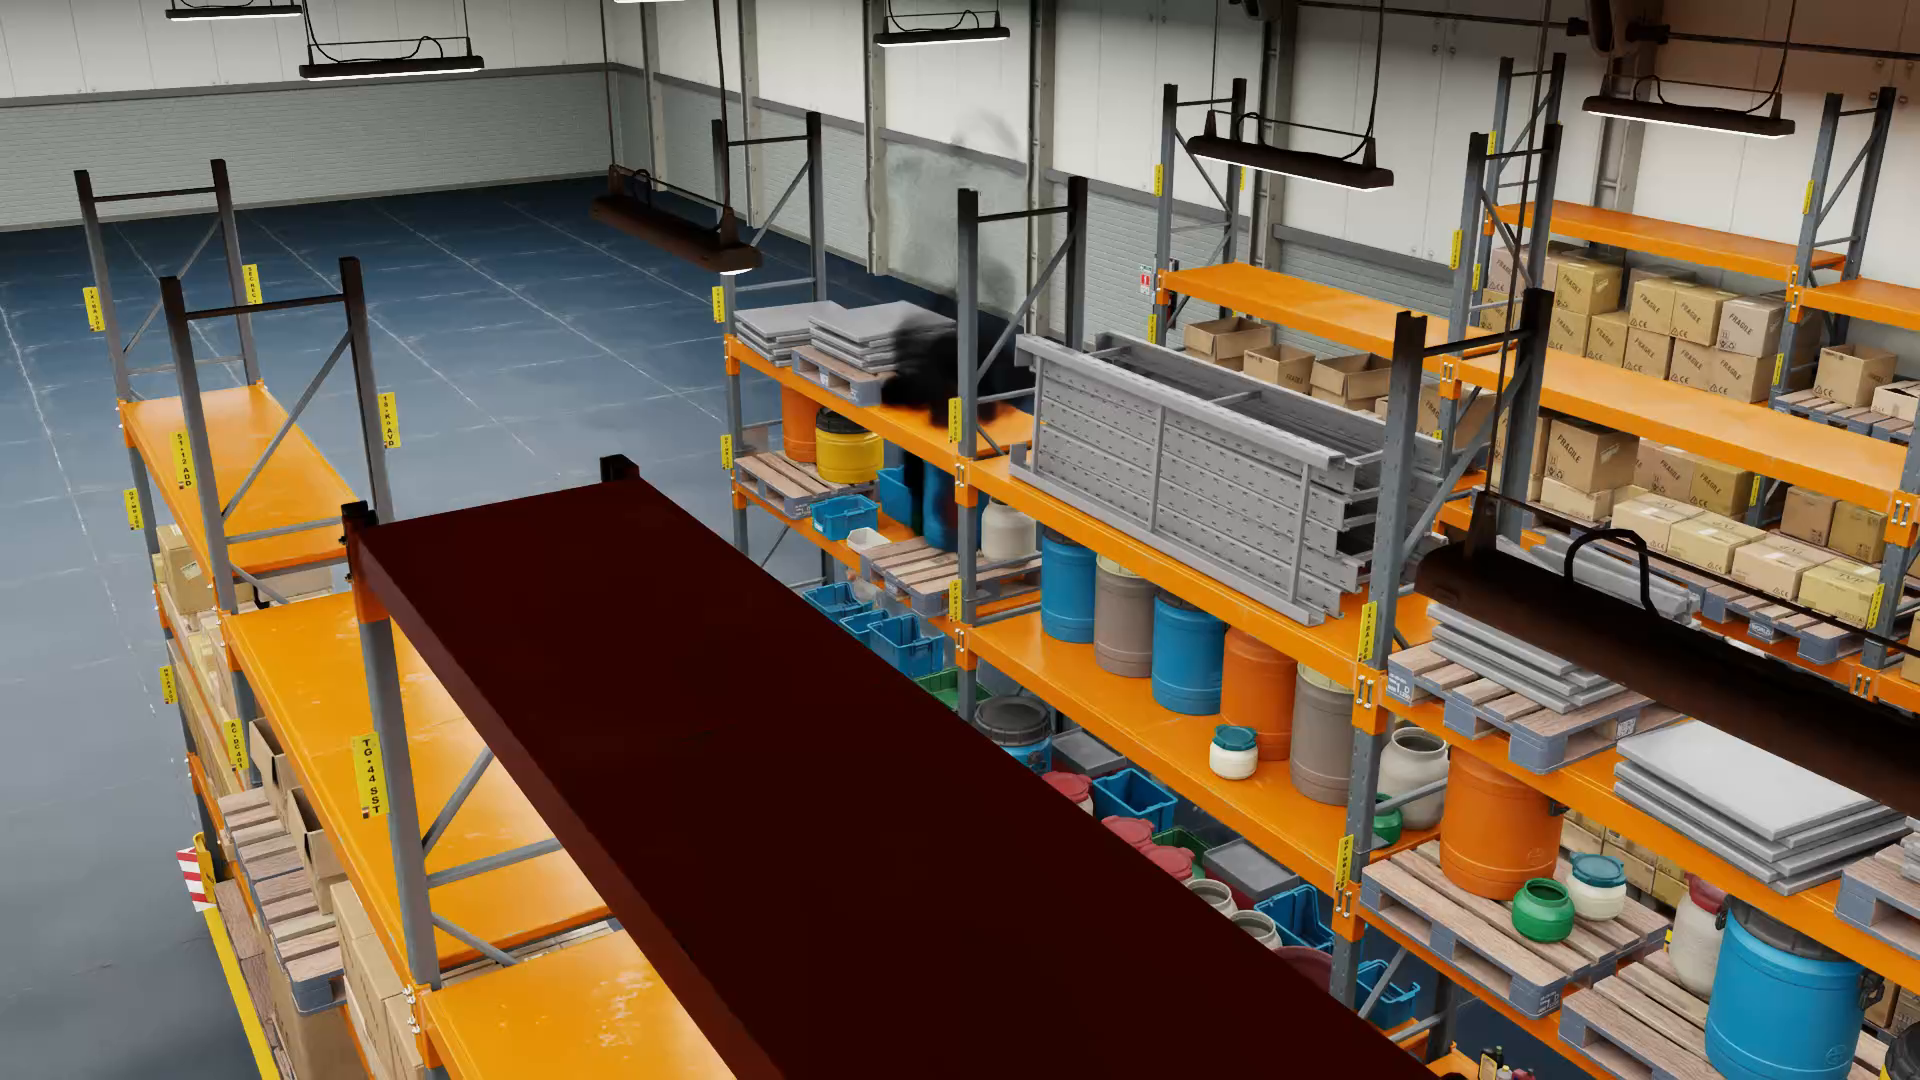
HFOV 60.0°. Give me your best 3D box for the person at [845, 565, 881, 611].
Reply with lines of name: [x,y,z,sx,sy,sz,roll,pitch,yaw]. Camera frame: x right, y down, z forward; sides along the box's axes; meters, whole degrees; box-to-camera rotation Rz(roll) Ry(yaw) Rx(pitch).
person: [-0.989,0.579,17.759,0.909,1.666,0.587,12,25,27]

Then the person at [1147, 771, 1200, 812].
person: [1.908,1.798,14.808,0.682,1.566,0.546,15,26,33]

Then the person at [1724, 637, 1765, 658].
person: [7.269,1.430,15.707,0.616,1.614,0.550,-15,27,-34]
